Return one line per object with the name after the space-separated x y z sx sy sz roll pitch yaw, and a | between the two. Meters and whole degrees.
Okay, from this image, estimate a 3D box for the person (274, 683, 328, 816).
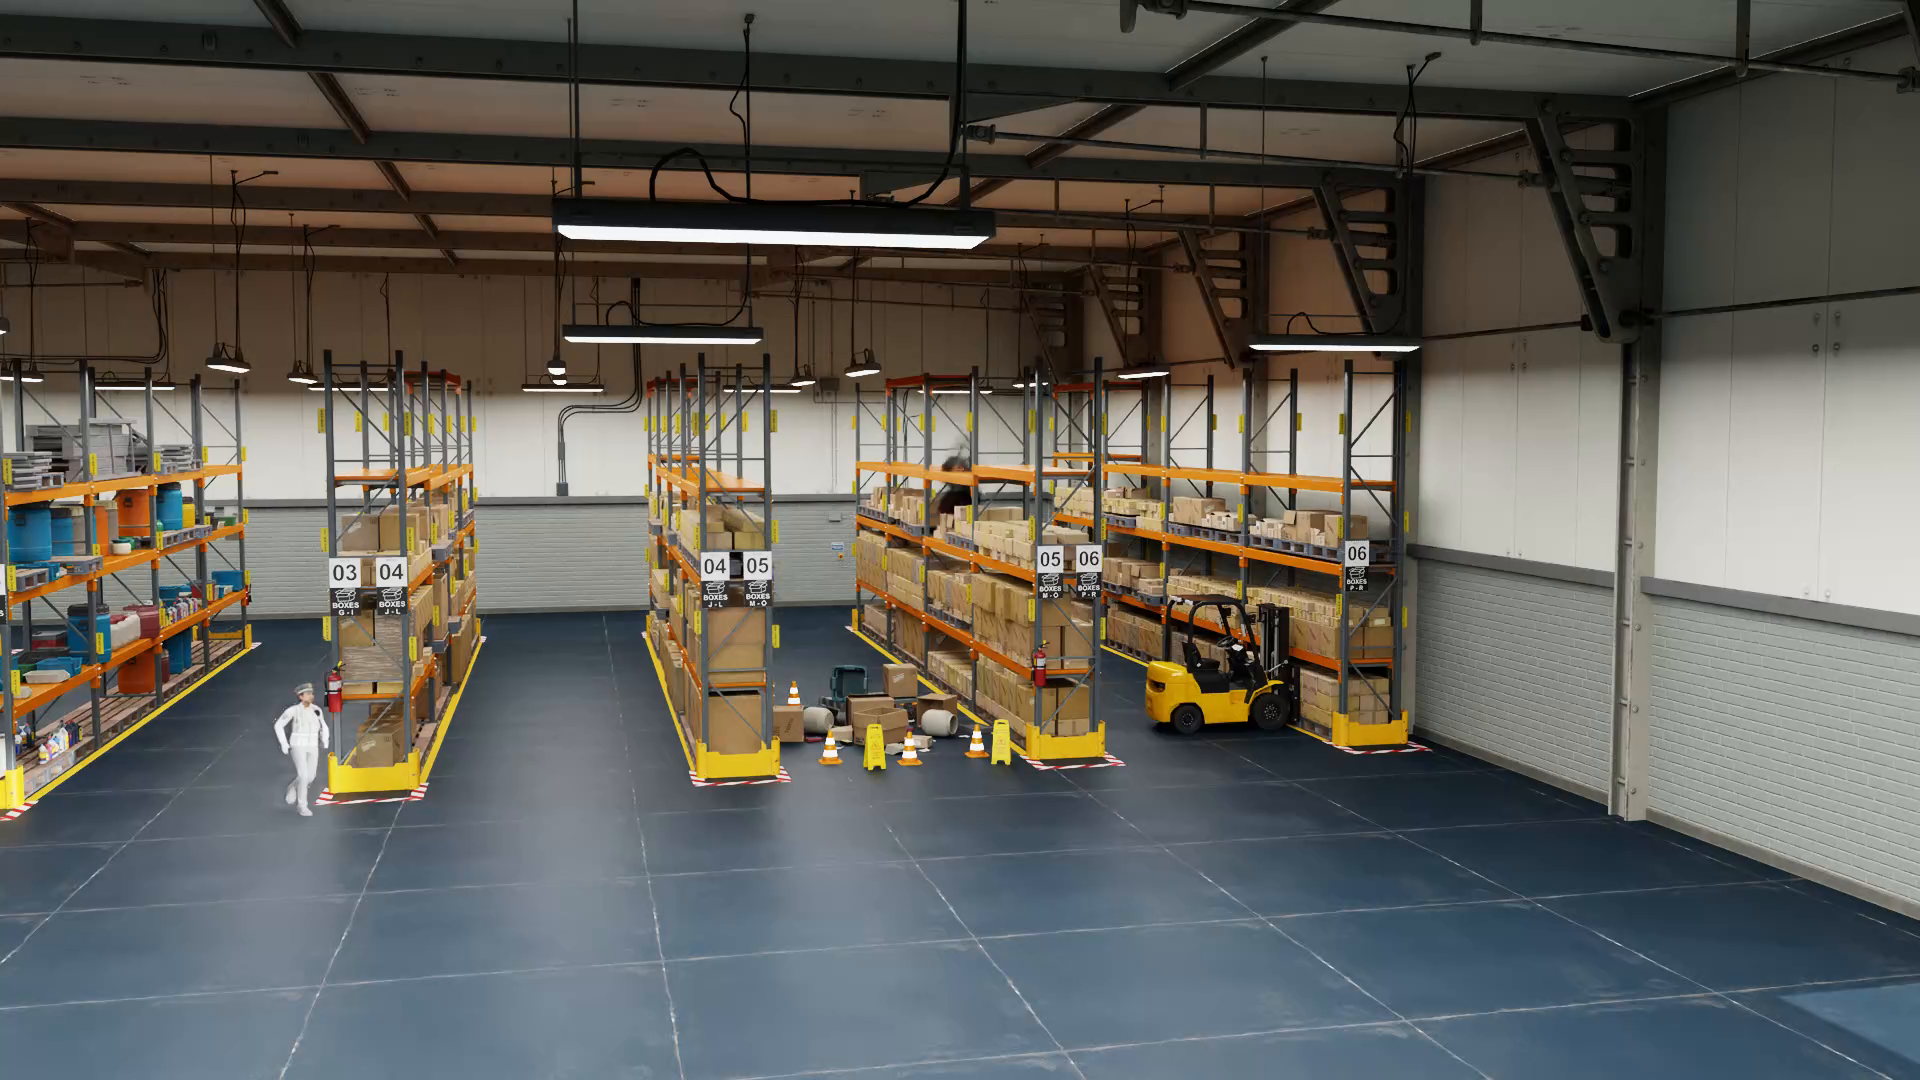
-8.497 2.694 21.506 0.660 1.671 0.621 4 5 43 | person
